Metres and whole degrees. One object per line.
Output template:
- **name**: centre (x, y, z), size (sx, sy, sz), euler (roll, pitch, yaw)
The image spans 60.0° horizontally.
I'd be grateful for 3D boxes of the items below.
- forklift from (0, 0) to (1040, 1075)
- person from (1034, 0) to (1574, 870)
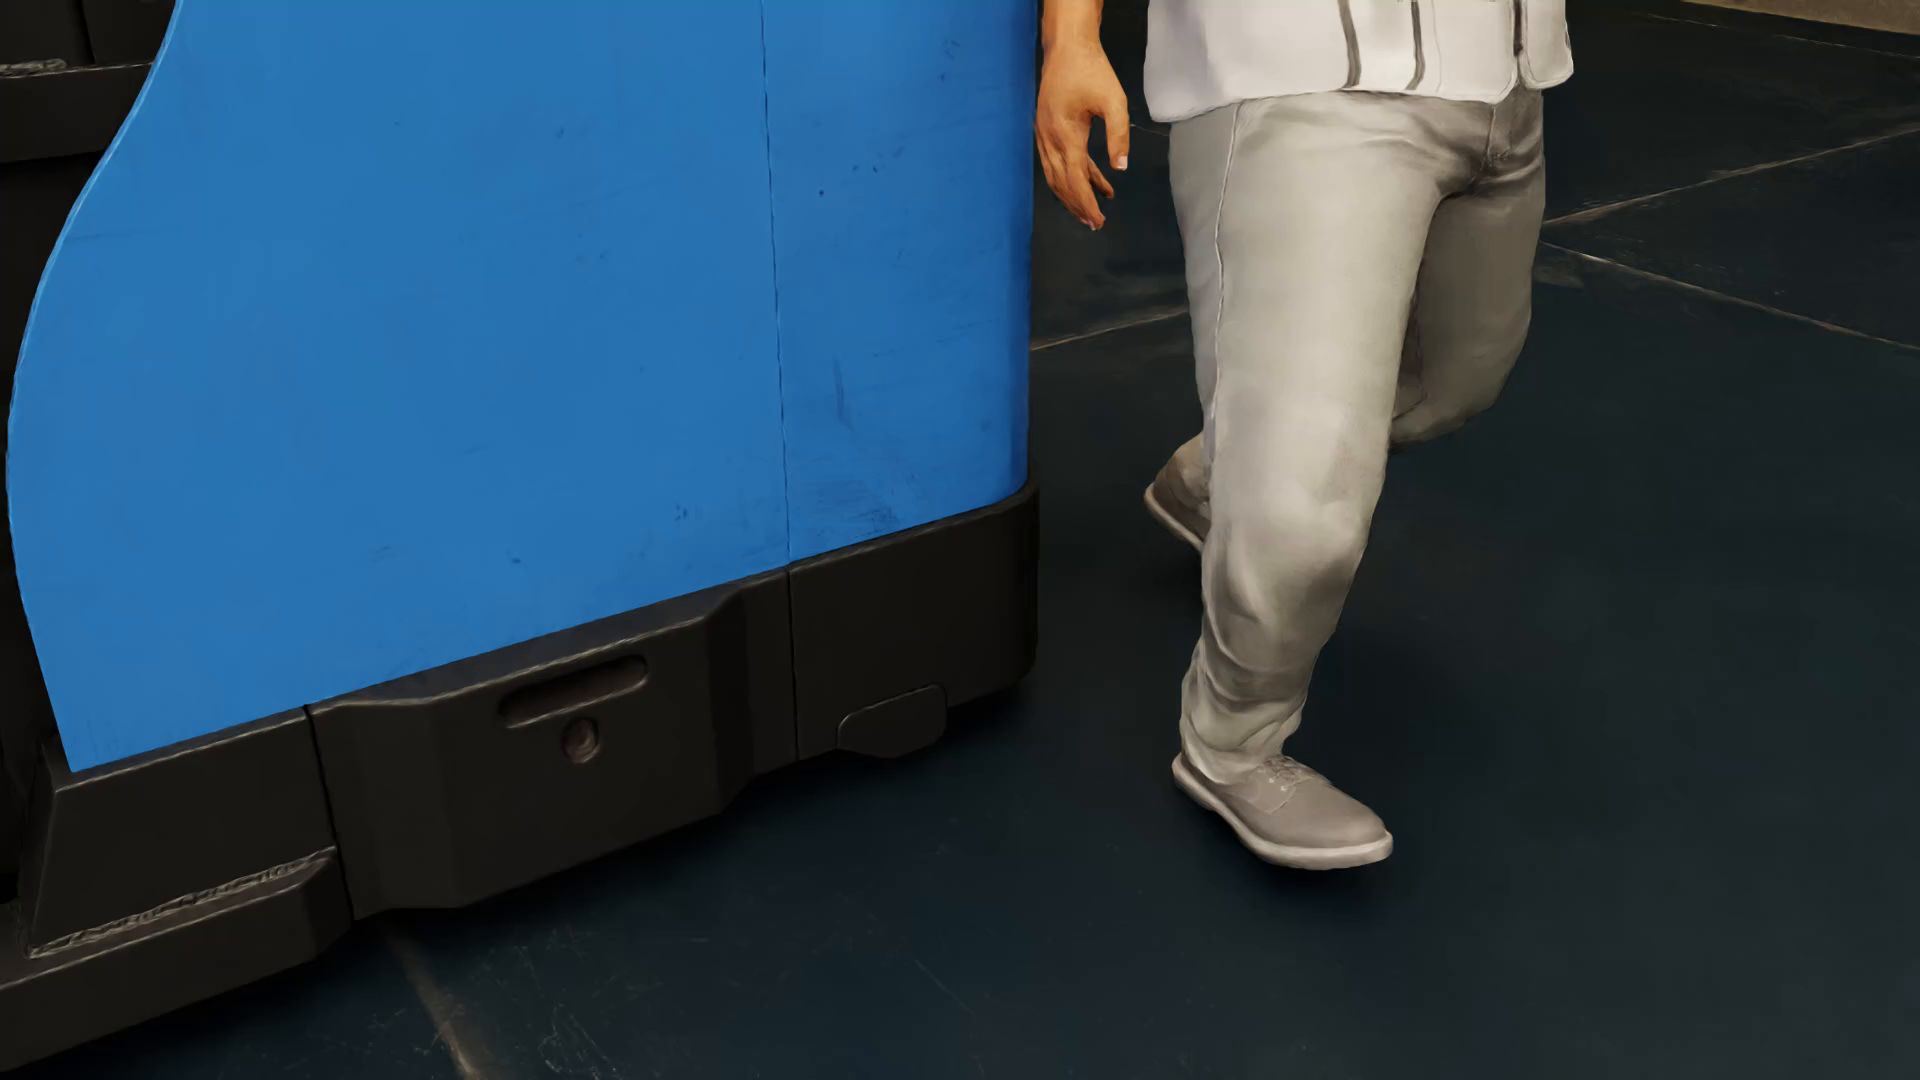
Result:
- **forklift**: centre (-1.414, -0.910, 1.046), size (3.031, 2.935, 1.130), euler (-17, 31, -30)
- **person**: centre (0.345, -0.428, 1.655), size (0.805, 1.475, 0.819), euler (24, 35, 39)
